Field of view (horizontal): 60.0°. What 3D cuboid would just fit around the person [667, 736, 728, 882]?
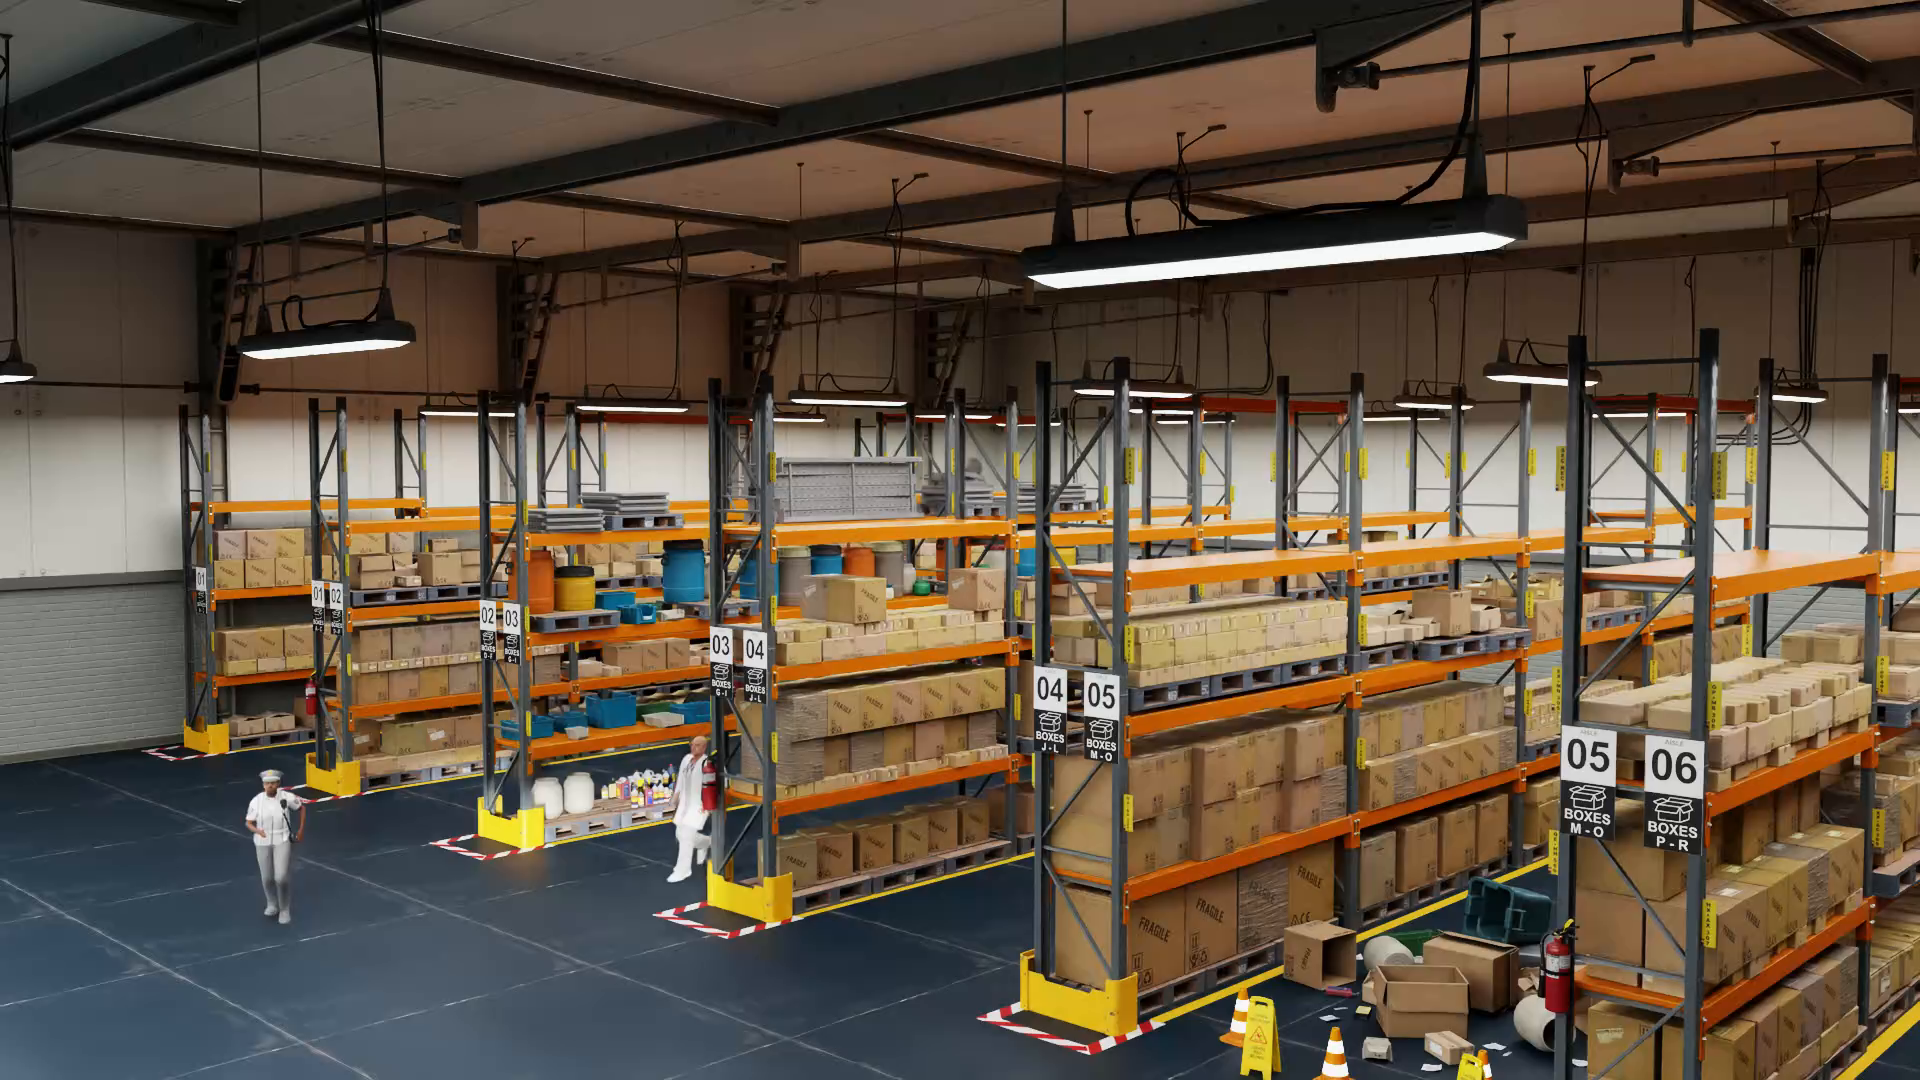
[{"bbox_3d":[-3.154,3.253,20.206,0.750,1.771,0.780,2,4,32],"label":"person"}]

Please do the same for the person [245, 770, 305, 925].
[{"bbox_3d":[-7.526,3.378,18.276,0.590,1.743,0.717,-1,3,-16],"label":"person"}]

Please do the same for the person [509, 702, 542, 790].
[{"bbox_3d":[-6.250,3.081,24.103,0.541,1.616,0.708,2,3,29],"label":"person"}]
